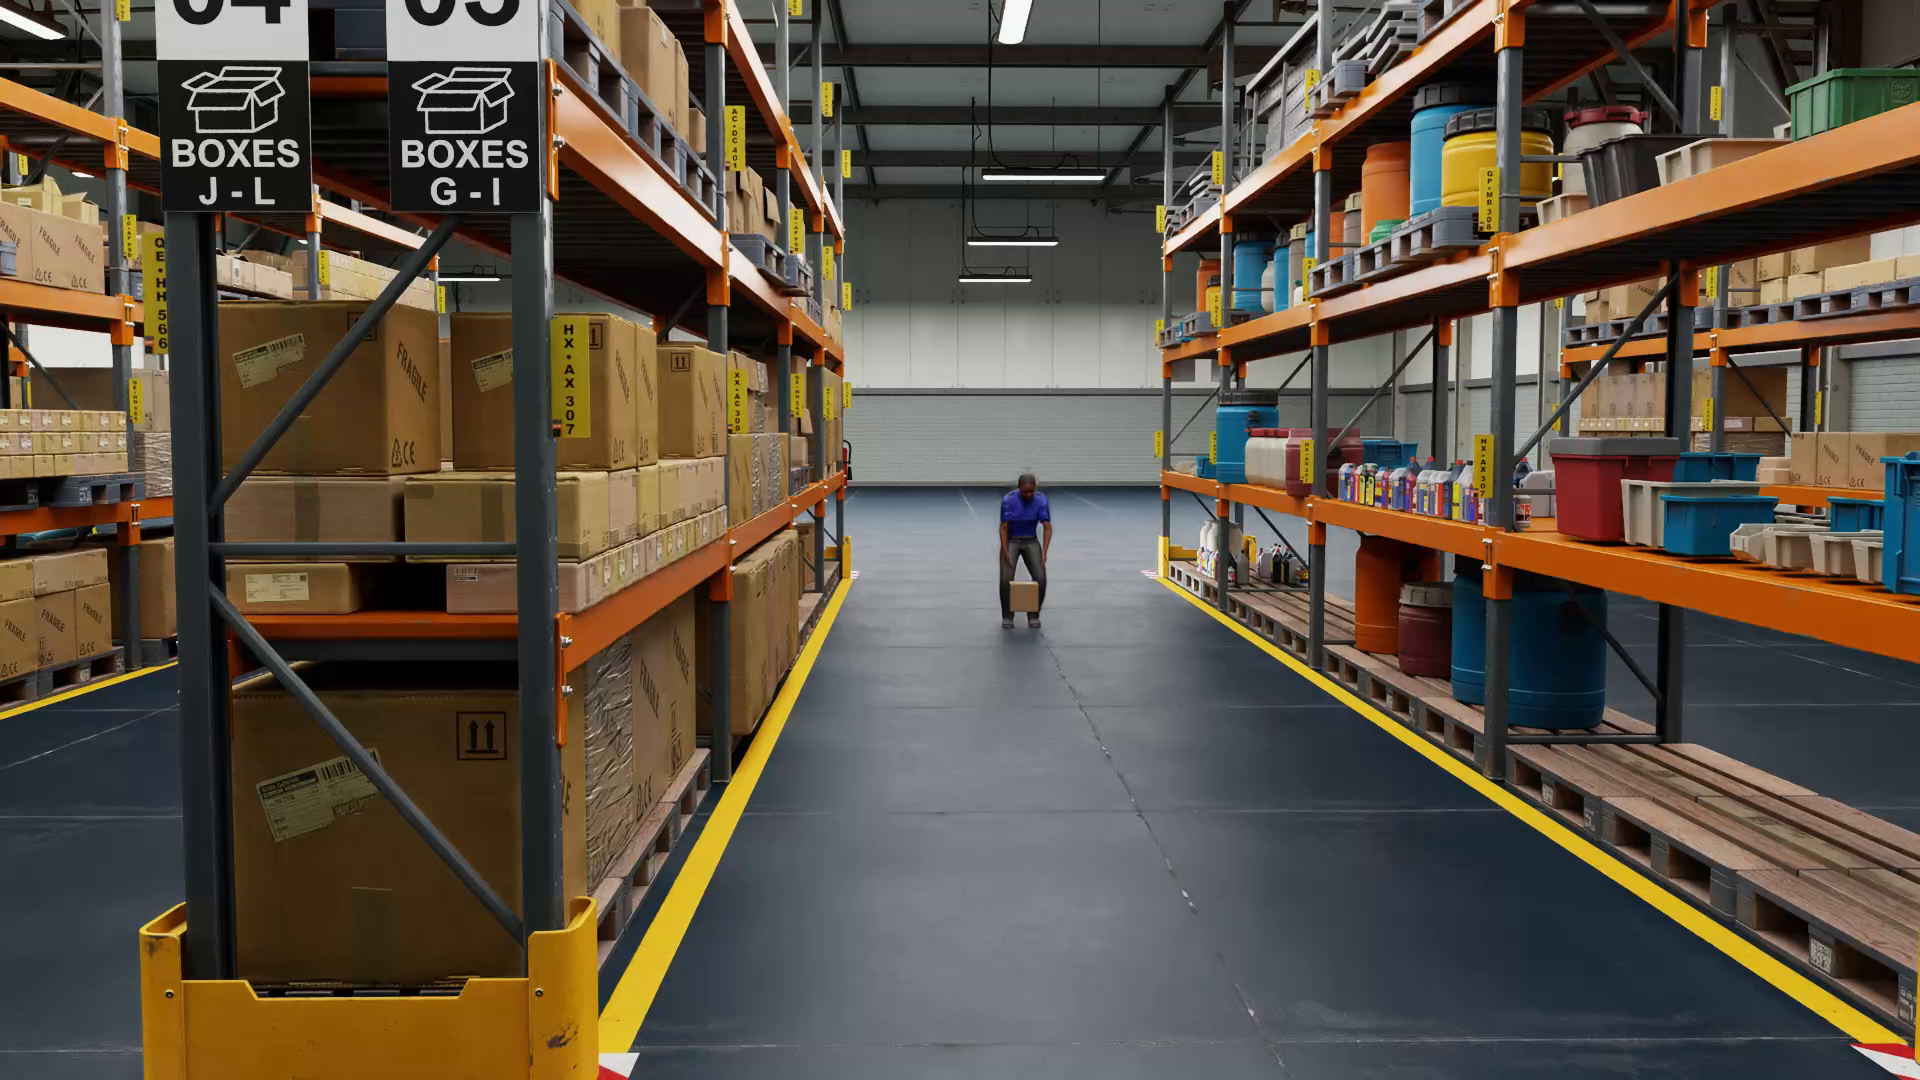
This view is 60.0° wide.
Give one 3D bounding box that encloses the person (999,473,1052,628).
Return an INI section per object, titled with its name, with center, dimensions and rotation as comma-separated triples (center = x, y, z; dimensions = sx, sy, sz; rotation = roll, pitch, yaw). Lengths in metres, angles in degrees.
[person]
center = 0.603, 0.092, 15.369
dimensions = 0.492, 1.442, 0.576
rotation = 0, 4, -1
